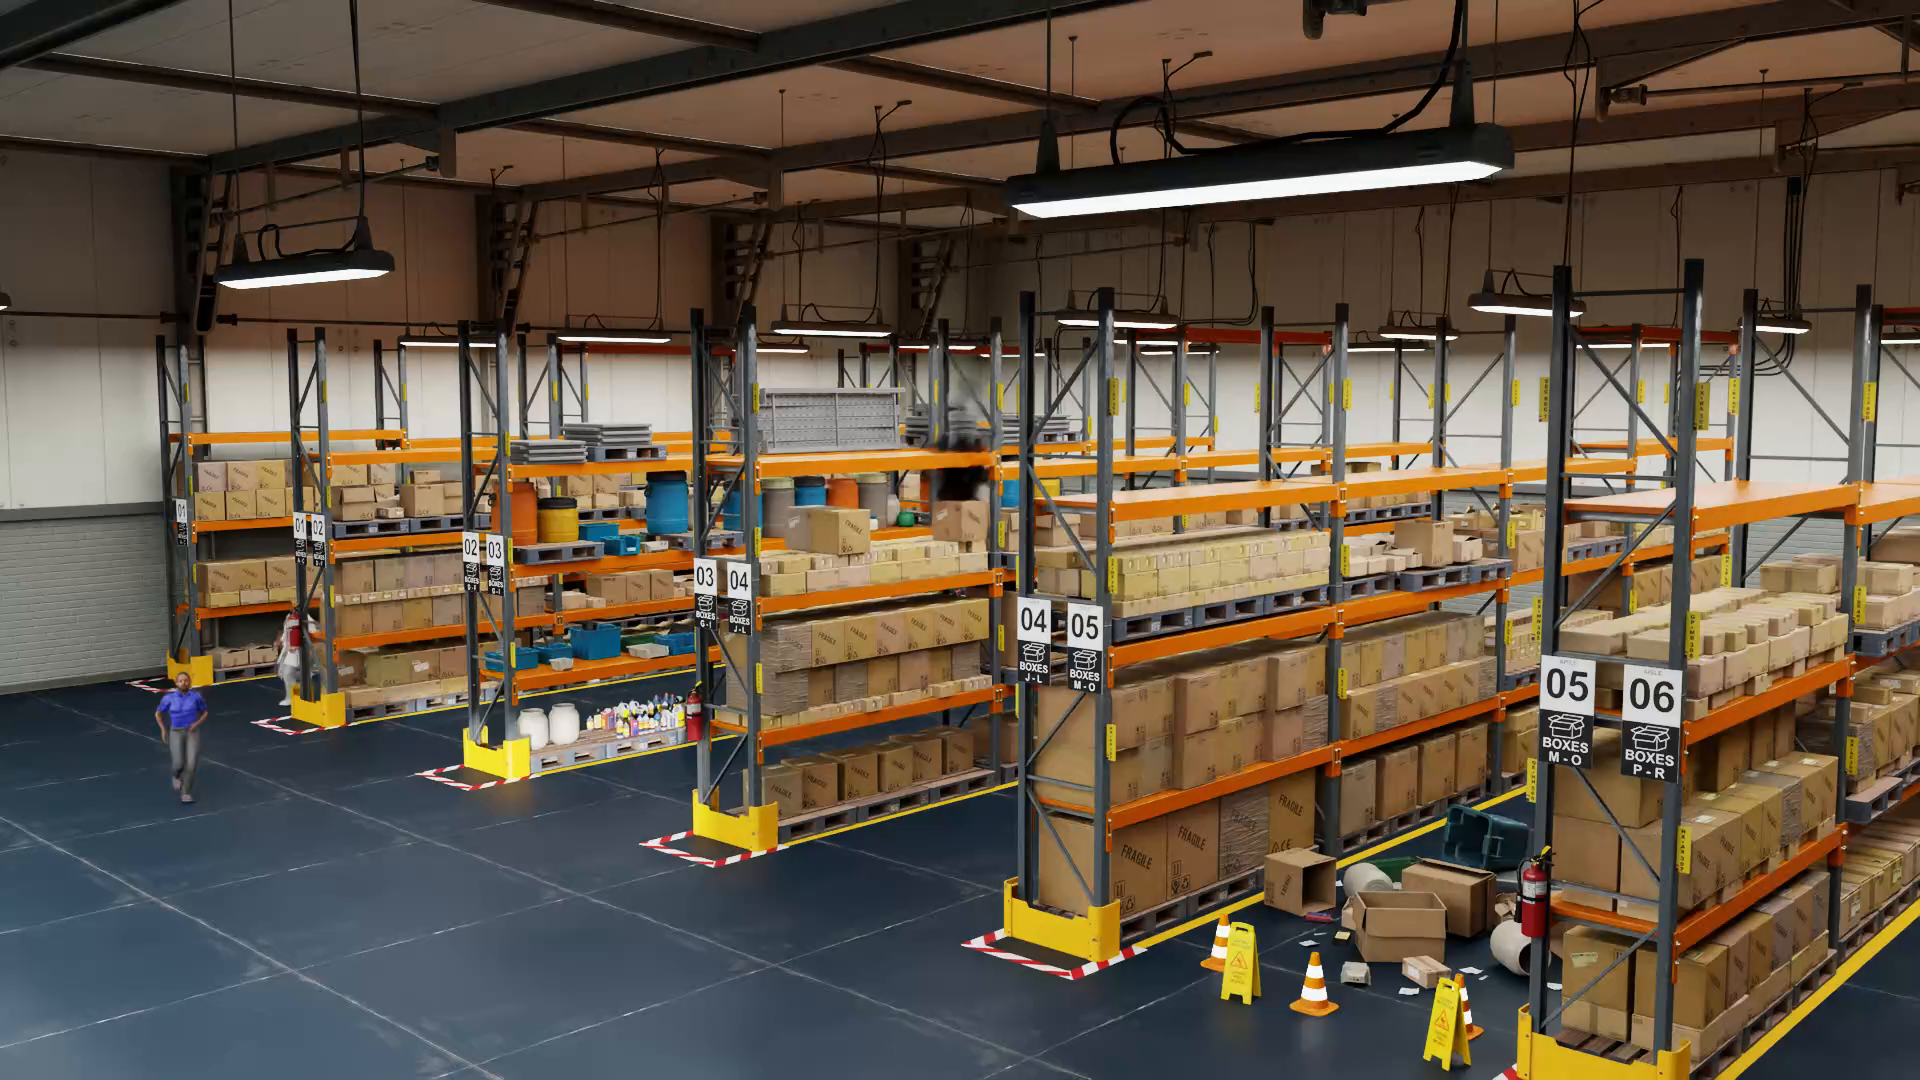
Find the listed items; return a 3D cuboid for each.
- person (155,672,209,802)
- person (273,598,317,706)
[{"bbox_3d":[-9.612,2.438,20.594,0.588,1.597,0.566,-3,6,-32],"label":"person"},{"bbox_3d":[-10.696,1.792,26.858,0.704,1.725,0.712,3,6,30],"label":"person"}]
